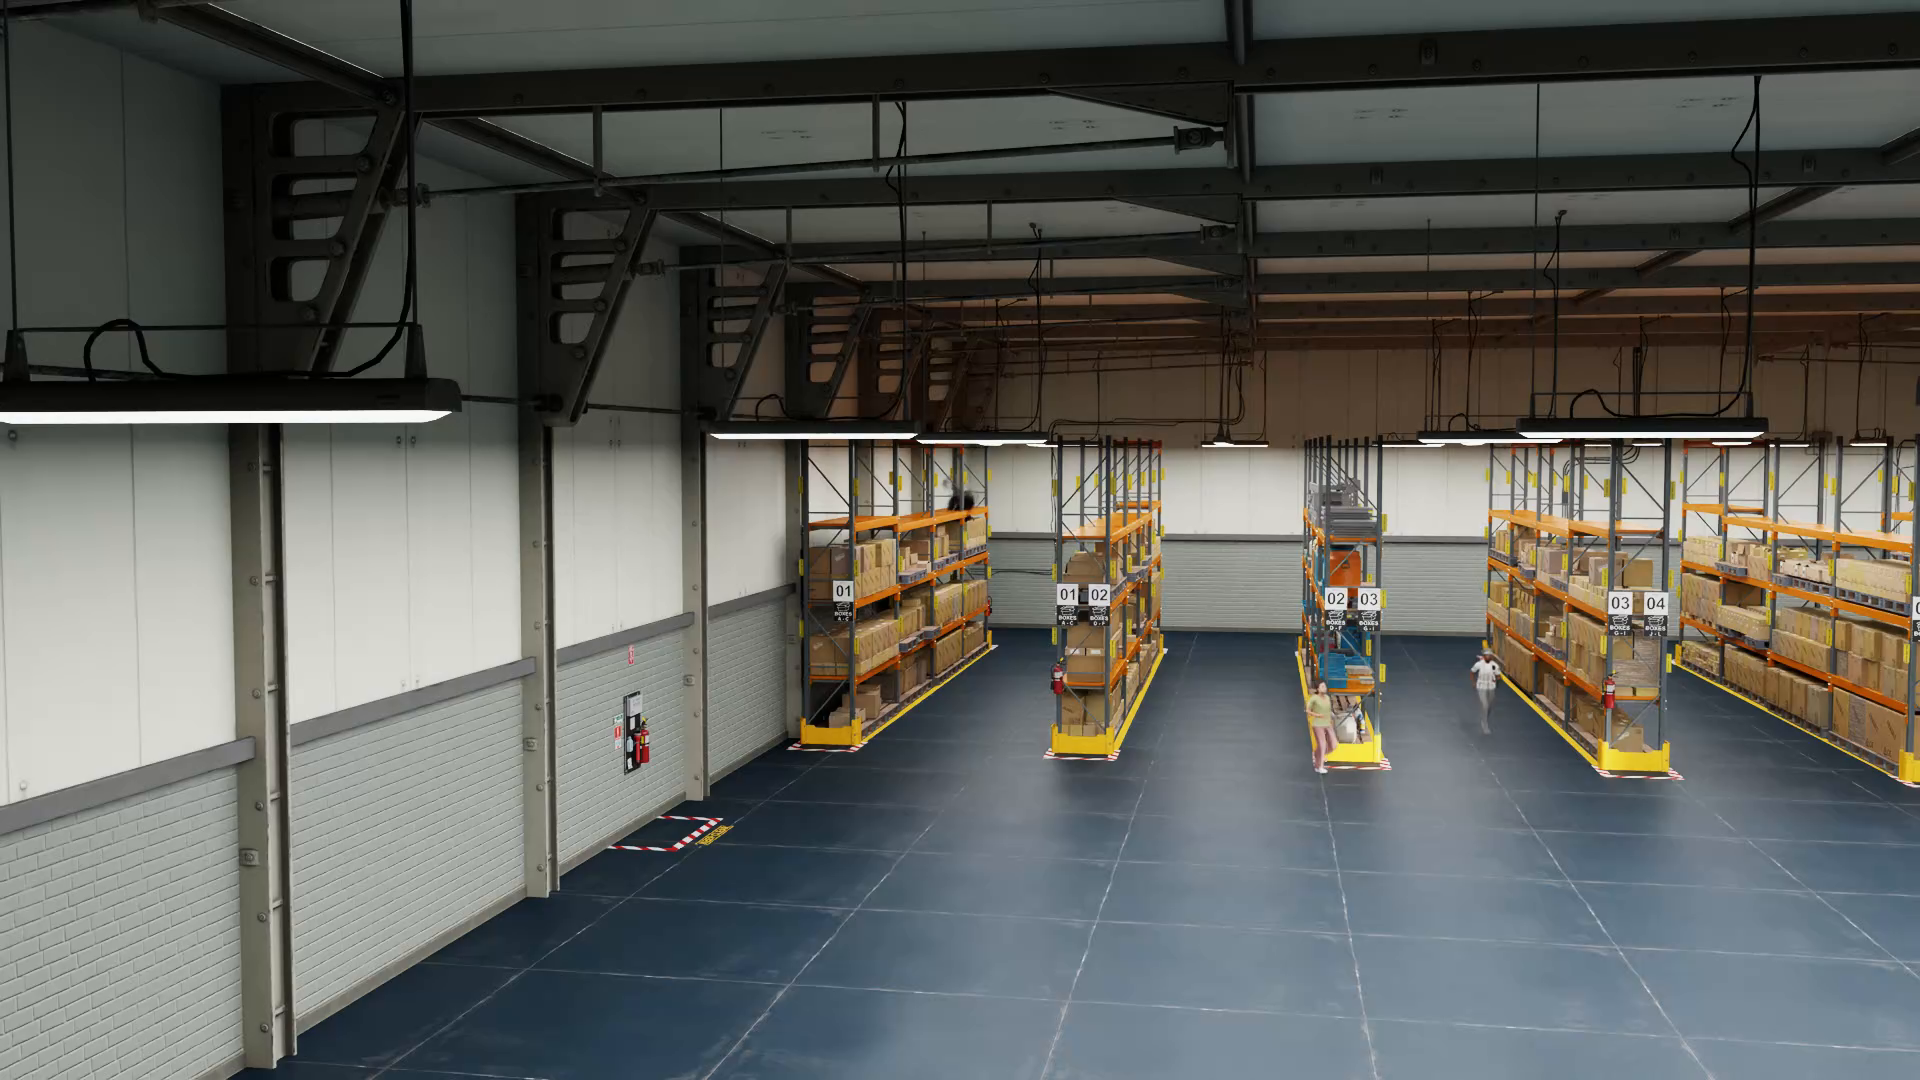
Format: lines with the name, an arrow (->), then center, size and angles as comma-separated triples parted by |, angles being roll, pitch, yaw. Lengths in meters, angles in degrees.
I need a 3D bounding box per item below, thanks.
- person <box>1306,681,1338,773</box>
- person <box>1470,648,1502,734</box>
person -> 6.416, 3.307, 29.481 | 0.576, 1.632, 0.511 | -1, 3, -25
person -> 10.684, 3.032, 33.753 | 0.586, 1.699, 0.867 | 0, 3, 1
